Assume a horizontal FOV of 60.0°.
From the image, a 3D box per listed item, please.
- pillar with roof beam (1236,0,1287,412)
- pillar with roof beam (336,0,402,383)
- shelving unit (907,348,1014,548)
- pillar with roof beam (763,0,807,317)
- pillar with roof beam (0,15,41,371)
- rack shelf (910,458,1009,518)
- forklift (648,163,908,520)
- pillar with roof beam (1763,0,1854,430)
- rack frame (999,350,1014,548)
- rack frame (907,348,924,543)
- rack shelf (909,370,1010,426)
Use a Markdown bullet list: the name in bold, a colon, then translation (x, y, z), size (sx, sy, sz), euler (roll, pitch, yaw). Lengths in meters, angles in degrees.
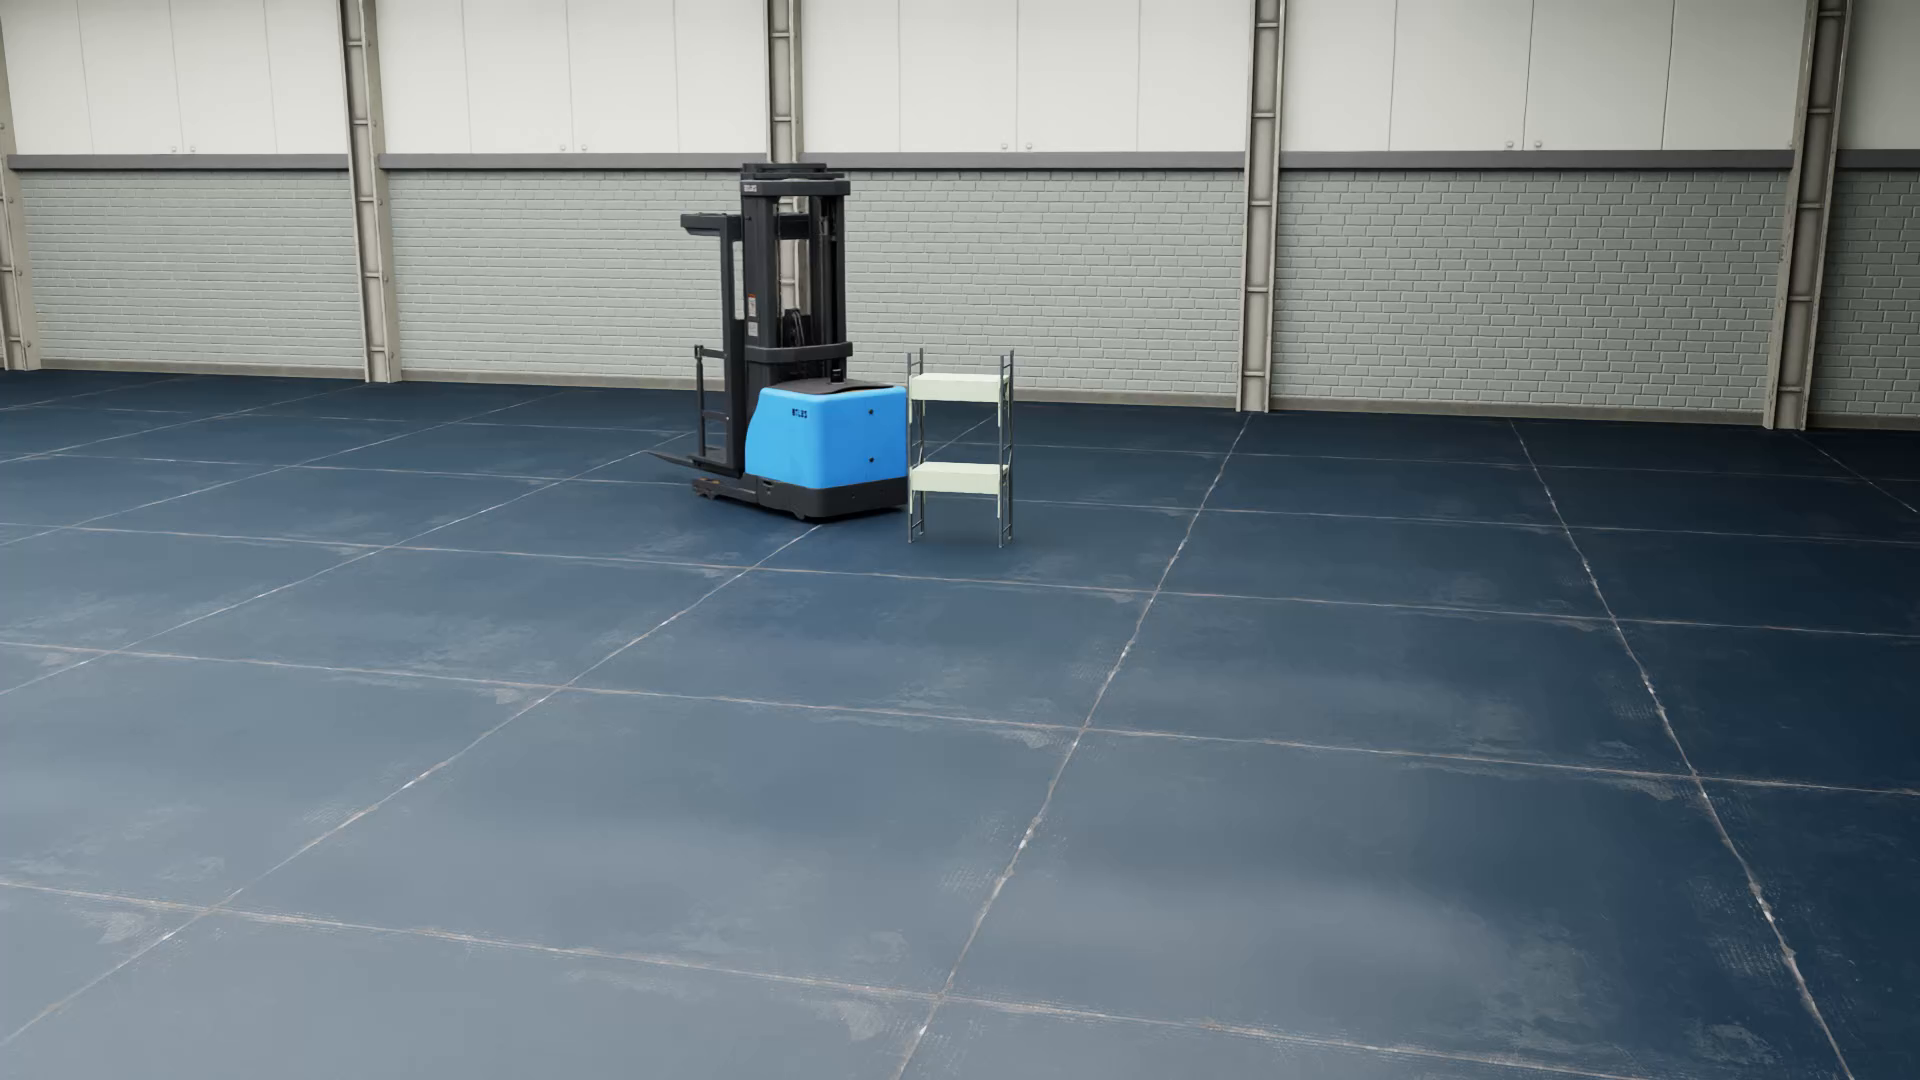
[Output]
- **pillar with roof beam**: translation (2.570, -5.085, 15.379), size (0.400, 9.000, 9.100), euler (3, 13, 14)
- **pillar with roof beam**: translation (-9.080, -5.708, 18.186), size (0.400, 9.000, 9.100), euler (3, 13, 14)
- **shelving unit**: translation (0.006, -0.732, 13.070), size (0.755, 1.500, 0.431), euler (3, 13, 14)
- **pillar with roof beam**: translation (-3.255, -5.397, 16.782), size (0.400, 9.000, 9.100), euler (3, 13, 14)
- **pillar with roof beam**: translation (-14.905, -6.019, 19.589), size (0.400, 9.000, 9.100), euler (3, 13, 14)
- **rack shelf**: translation (0.006, -0.414, 13.140), size (0.720, 0.370, 0.431), euler (3, 13, 14)
- **forklift**: translation (-1.769, -1.860, 14.850), size (1.130, 2.935, 3.031), euler (-11, 16, -39)
- **pillar with roof beam**: translation (8.396, -4.774, 13.975), size (0.400, 9.000, 9.100), euler (3, 13, 14)
- **rack frame**: translation (0.362, -0.713, 12.984), size (0.023, 1.500, 0.400), euler (3, 13, 14)
- **rack frame**: translation (-0.349, -0.751, 13.155), size (0.023, 1.500, 0.400), euler (3, 13, 14)
- **rack shelf**: translation (0.006, -1.113, 12.985), size (0.720, 0.370, 0.431), euler (3, 13, 14)
